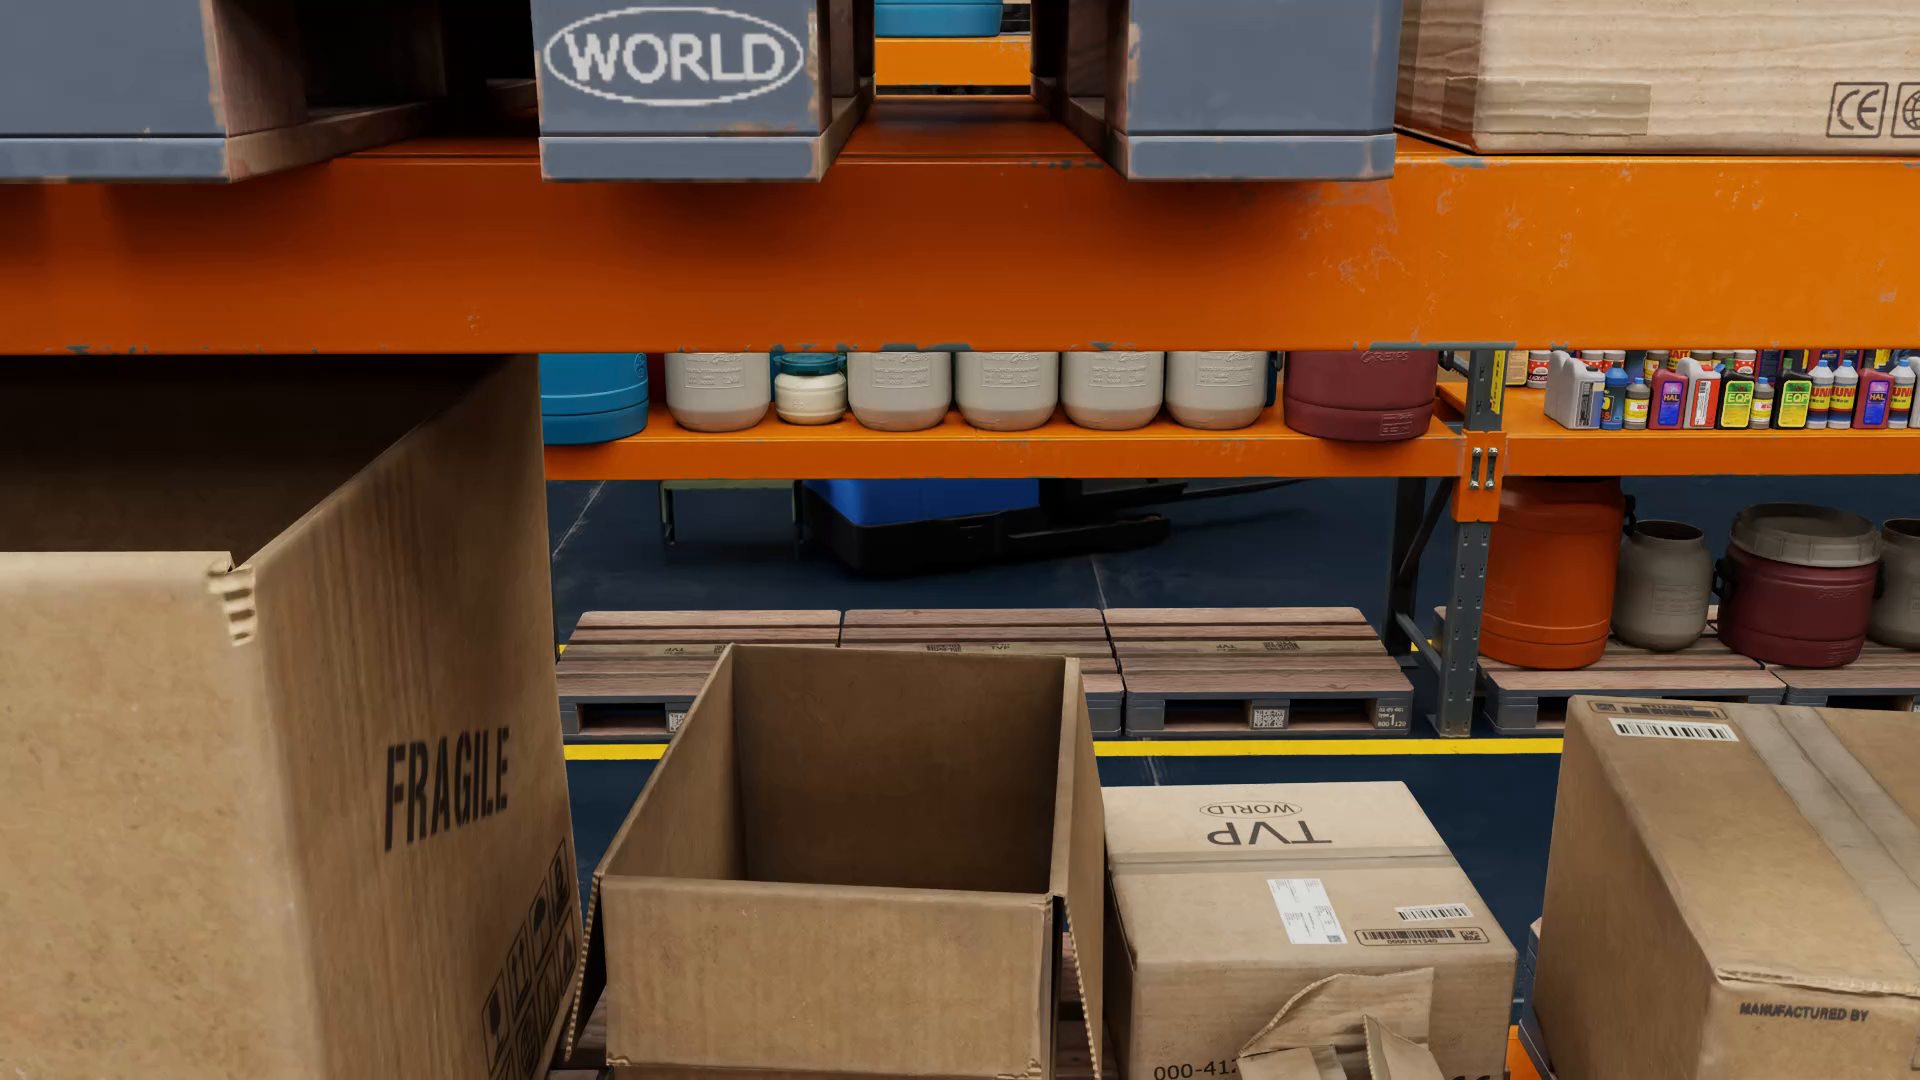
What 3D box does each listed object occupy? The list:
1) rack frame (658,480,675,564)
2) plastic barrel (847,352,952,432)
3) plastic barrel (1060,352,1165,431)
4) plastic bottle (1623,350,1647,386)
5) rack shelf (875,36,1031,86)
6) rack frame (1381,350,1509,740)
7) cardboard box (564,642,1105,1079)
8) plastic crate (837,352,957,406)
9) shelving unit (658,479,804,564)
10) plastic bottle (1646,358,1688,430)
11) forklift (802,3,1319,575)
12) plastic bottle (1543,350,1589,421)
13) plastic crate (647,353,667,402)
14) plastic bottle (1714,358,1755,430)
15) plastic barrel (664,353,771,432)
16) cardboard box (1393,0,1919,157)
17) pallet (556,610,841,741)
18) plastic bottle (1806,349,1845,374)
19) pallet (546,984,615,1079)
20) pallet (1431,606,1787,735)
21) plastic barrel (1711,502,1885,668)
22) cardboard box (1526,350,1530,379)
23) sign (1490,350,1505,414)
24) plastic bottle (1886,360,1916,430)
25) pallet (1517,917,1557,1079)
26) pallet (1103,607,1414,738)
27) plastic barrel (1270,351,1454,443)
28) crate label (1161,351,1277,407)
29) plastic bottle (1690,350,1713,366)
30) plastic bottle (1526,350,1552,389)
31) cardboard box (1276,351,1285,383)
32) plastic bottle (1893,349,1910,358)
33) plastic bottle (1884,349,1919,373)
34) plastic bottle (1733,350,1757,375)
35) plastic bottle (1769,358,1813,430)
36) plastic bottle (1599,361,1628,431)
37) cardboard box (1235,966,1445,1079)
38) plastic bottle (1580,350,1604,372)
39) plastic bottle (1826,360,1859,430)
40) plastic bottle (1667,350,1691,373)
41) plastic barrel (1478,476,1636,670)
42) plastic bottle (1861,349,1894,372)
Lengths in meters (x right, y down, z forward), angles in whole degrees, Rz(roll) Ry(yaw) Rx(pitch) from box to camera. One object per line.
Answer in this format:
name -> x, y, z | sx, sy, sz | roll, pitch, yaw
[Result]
rack frame -> -1.633, -0.643, 9.096 | 0.023, 1.500, 0.400 | -1, 18, -2
plastic barrel -> -0.244, -0.734, 6.702 | 0.433, 0.535, 0.433 | 0, 18, 0
plastic barrel -> 0.616, -0.728, 6.725 | 0.421, 0.512, 0.421 | 0, 18, 0
plastic bottle -> 3.001, -0.815, 7.389 | 0.097, 0.271, 0.097 | 0, 18, 0
rack shelf -> 0.062, -1.824, 6.588 | 4.000, 0.370, 1.077 | 0, 18, -1
rack frame -> 2.062, -0.747, 6.967 | 0.127, 3.000, 1.000 | 0, 18, -1
cardboard box -> -0.127, 0.499, 2.225 | 0.637, 0.503, 0.797 | 2, 18, 5
plastic crate -> -0.201, -0.722, 7.234 | 0.662, 0.188, 0.450 | 0, 18, -1
shelving unit -> -1.267, -0.647, 9.110 | 0.755, 1.500, 0.431 | -1, 18, -2
plastic bottle -> 2.829, -0.583, 6.645 | 0.133, 0.283, 0.061 | 0, 18, -1
forklift -> 0.650, -1.484, 9.376 | 3.031, 2.935, 1.130 | -7, 19, -22
plastic bottle -> 2.497, -0.638, 6.829 | 0.135, 0.276, 0.152 | 0, 18, -1
plastic crate -> -1.458, -0.854, 7.195 | 0.583, 0.464, 0.402 | 0, 18, -1
plastic bottle -> 3.097, -0.584, 6.649 | 0.133, 0.283, 0.061 | 0, 18, -1
plastic barrel -> -0.977, -0.730, 6.691 | 0.433, 0.535, 0.433 | 0, 18, 0
cardboard box -> 0.671, -0.506, 1.550 | 0.500, 0.250, 0.500 | 0, 18, 1
pallet -> -1.153, 0.584, 7.381 | 1.213, 0.211, 1.003 | 0, 18, -1
plastic bottle -> 3.790, -0.786, 7.280 | 0.133, 0.283, 0.061 | 0, 18, -1
pallet -> -1.093, 0.917, 2.093 | 1.213, 0.211, 1.003 | 0, 18, -1
pallet -> 2.850, 0.564, 7.444 | 1.213, 0.211, 1.003 | 0, 18, -1
plastic barrel -> 3.680, 0.188, 7.311 | 0.708, 0.588, 0.600 | 0, 18, -1
cardboard box -> 3.994, -1.204, 11.761 | 0.500, 0.500, 0.500 | -1, 18, -3
sign -> 2.078, -0.657, 6.418 | 0.005, 0.325, 0.100 | 0, 18, -1
plastic bottle -> 3.771, -0.587, 6.678 | 0.097, 0.271, 0.097 | 0, 18, 0
pallet -> 1.429, 0.893, 2.168 | 1.003, 0.211, 1.213 | 0, 18, -1
pallet -> 1.287, 0.572, 7.418 | 1.213, 0.211, 1.003 | 0, 18, -1
plastic barrel -> 1.603, -0.717, 6.651 | 0.708, 0.536, 0.600 | 0, 18, -1
crate label -> 1.064, -0.842, 7.204 | 0.616, 0.435, 0.502 | 0, 18, -1
plastic bottle -> 3.293, -0.783, 7.404 | 0.097, 0.201, 0.097 | 0, 18, 0
plastic bottle -> 2.575, -0.780, 7.394 | 0.097, 0.201, 0.097 | 0, 18, 0
cardboard box -> 2.447, -1.194, 11.732 | 0.500, 0.500, 0.500 | 0, 18, 1
plastic bottle -> 4.126, -0.777, 7.269 | 0.097, 0.271, 0.097 | 0, 18, 0
plastic bottle -> 3.909, -0.679, 6.835 | 0.185, 0.351, 0.144 | 0, 18, -1
plastic bottle -> 3.488, -0.784, 7.407 | 0.097, 0.201, 0.097 | 0, 18, 0
plastic bottle -> 3.328, -0.585, 6.652 | 0.133, 0.283, 0.061 | 0, 18, -1
plastic bottle -> 2.616, -0.582, 6.661 | 0.097, 0.271, 0.097 | 0, 18, 0
cardboard box -> 0.477, 0.720, 1.925 | 0.258, 0.266, 0.396 | -1, 18, -2
plastic bottle -> 2.806, -0.781, 7.397 | 0.097, 0.201, 0.097 | 0, 18, 0
plastic bottle -> 3.540, -0.586, 6.675 | 0.097, 0.271, 0.097 | 0, 18, 0
plastic bottle -> 3.196, -0.816, 7.392 | 0.097, 0.271, 0.097 | 0, 18, 0
plastic barrel -> 2.551, 0.078, 7.258 | 0.708, 0.830, 0.600 | 0, 18, -1
plastic bottle -> 4.081, -0.851, 7.371 | 0.185, 0.351, 0.144 | 0, 18, -1
